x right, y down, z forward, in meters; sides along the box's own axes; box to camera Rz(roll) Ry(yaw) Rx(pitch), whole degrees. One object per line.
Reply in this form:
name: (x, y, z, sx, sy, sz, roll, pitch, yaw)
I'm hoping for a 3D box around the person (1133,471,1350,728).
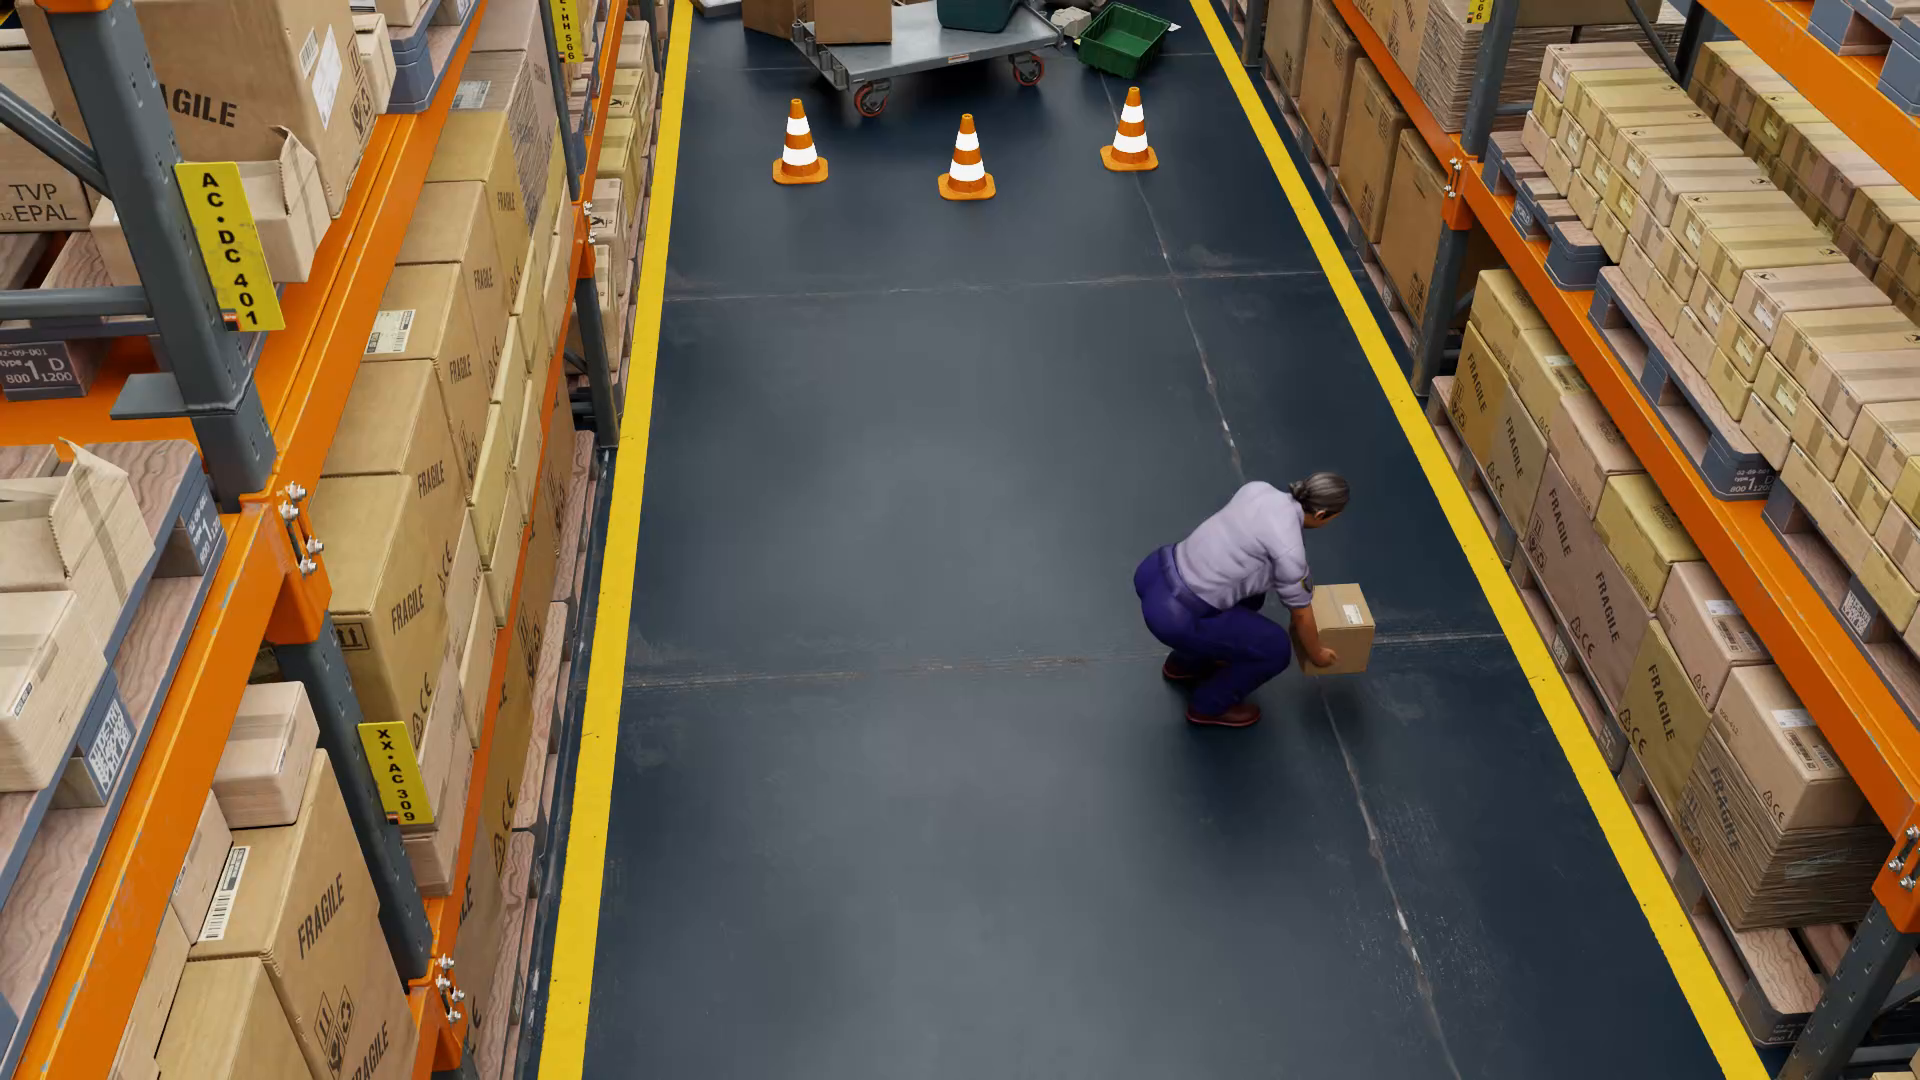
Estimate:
person: (1.060, 0.201, 6.395, 0.782, 1.053, 0.526, -3, 39, -4)
